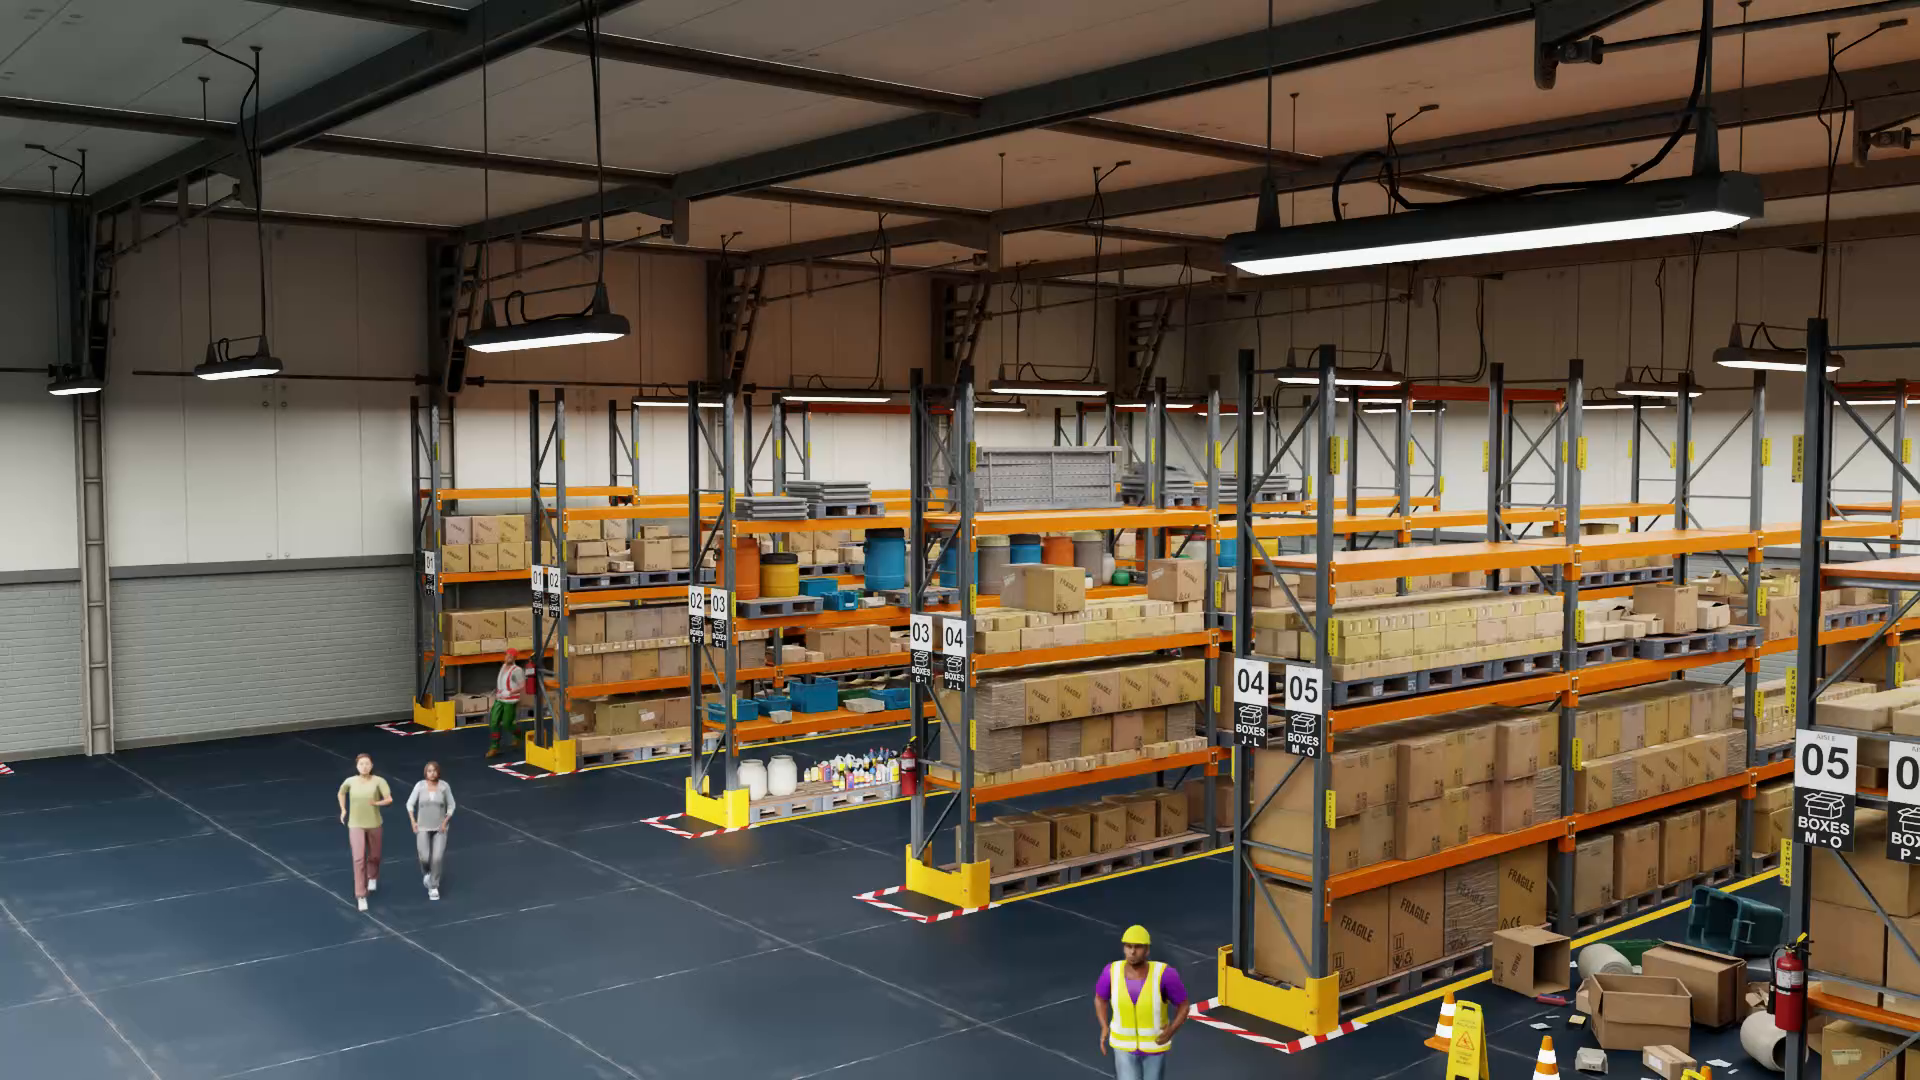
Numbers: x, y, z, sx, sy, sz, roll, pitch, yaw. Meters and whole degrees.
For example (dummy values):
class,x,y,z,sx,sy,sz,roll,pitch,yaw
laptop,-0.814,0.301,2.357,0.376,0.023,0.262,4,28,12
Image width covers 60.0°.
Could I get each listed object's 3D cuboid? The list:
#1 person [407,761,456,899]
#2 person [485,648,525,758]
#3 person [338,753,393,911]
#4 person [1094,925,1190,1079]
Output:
class,x,y,z,sx,sy,sz,roll,pitch,yaw
person,-5.991,3.277,18.850,0.534,1.564,0.490,-1,4,-16
person,-7.440,2.664,27.484,0.700,1.779,0.841,2,4,29
person,-6.640,3.204,18.587,0.571,1.657,0.968,-1,4,-21
person,1.286,3.601,11.828,0.691,1.758,0.779,1,3,10
